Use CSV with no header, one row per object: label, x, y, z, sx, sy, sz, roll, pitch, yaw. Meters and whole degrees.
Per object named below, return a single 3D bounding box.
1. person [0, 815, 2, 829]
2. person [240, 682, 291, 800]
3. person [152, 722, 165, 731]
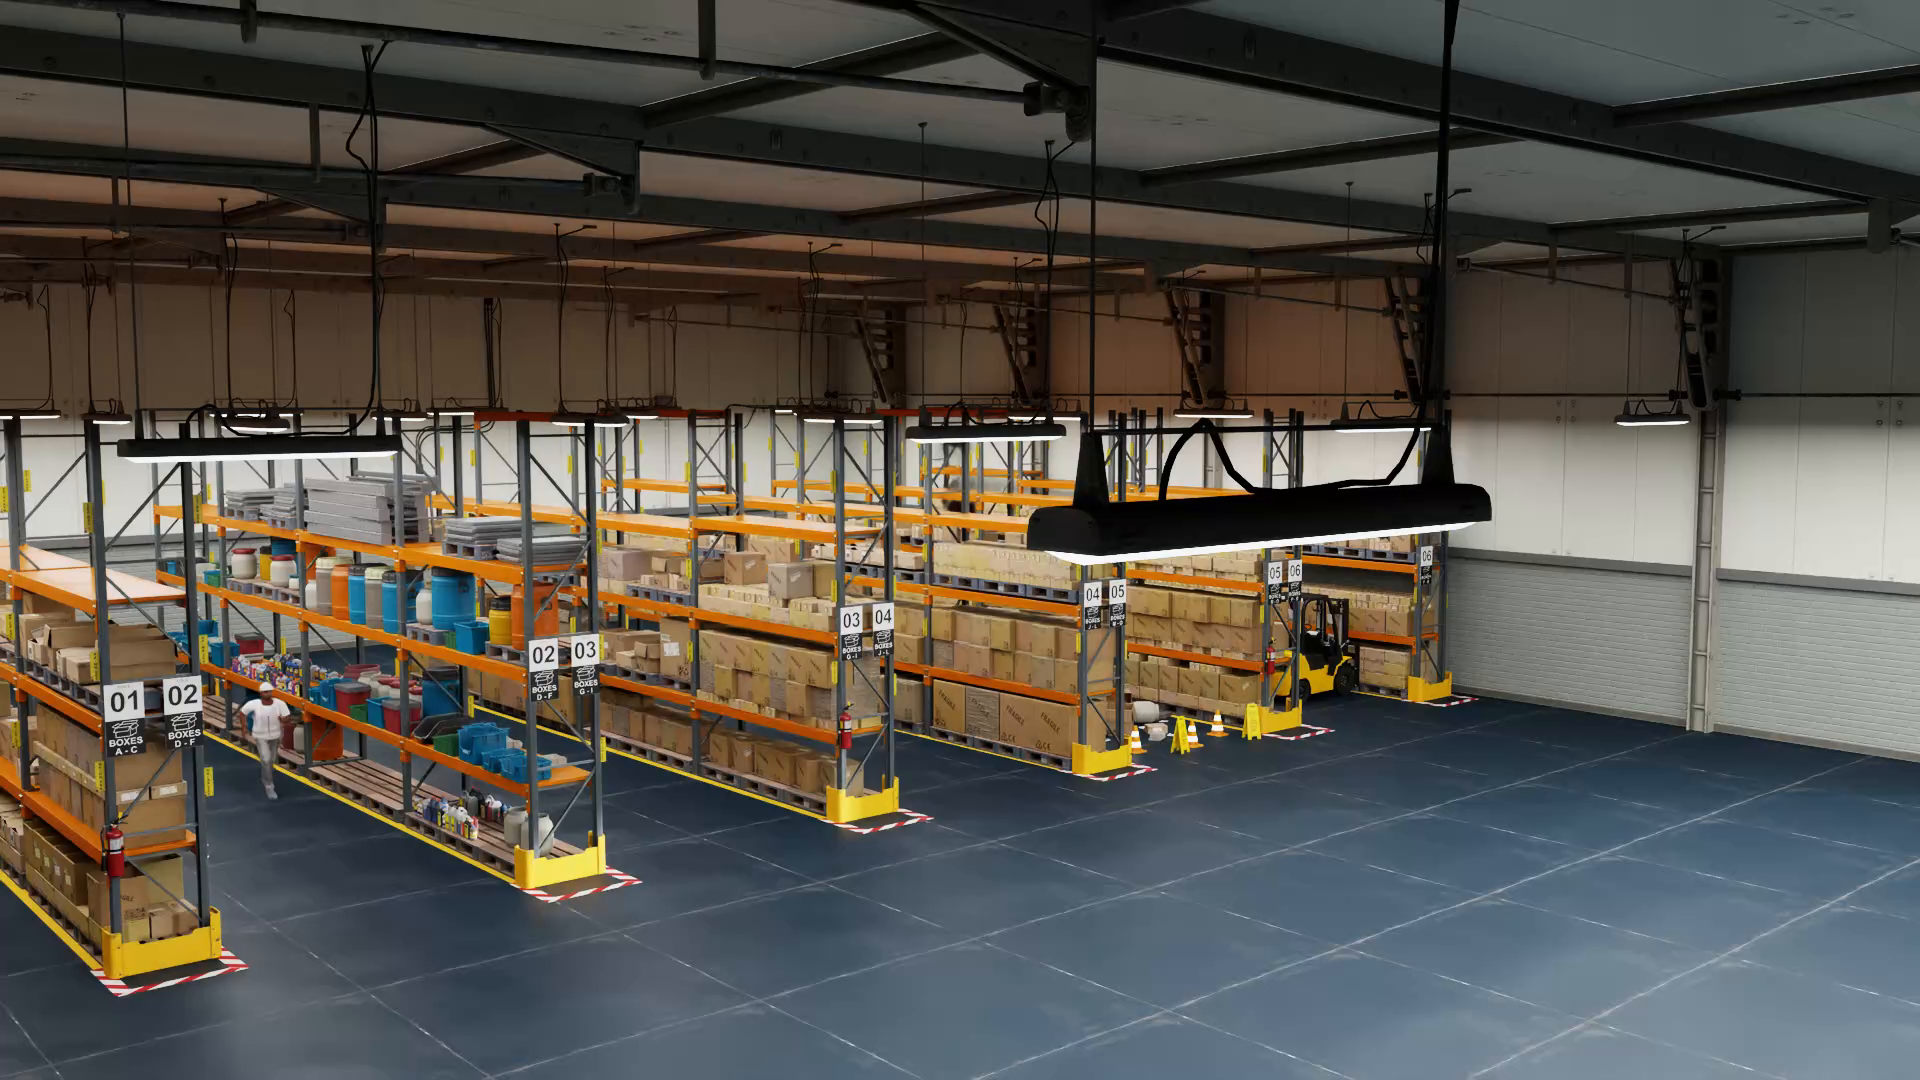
person,-11.377,3.763,19.217,0.632,1.698,0.862,-4,6,-38
person,-10.925,3.127,26.221,0.684,1.800,0.911,-4,7,-40
person,-13.781,3.047,28.684,0.561,1.531,0.567,-5,7,-44
